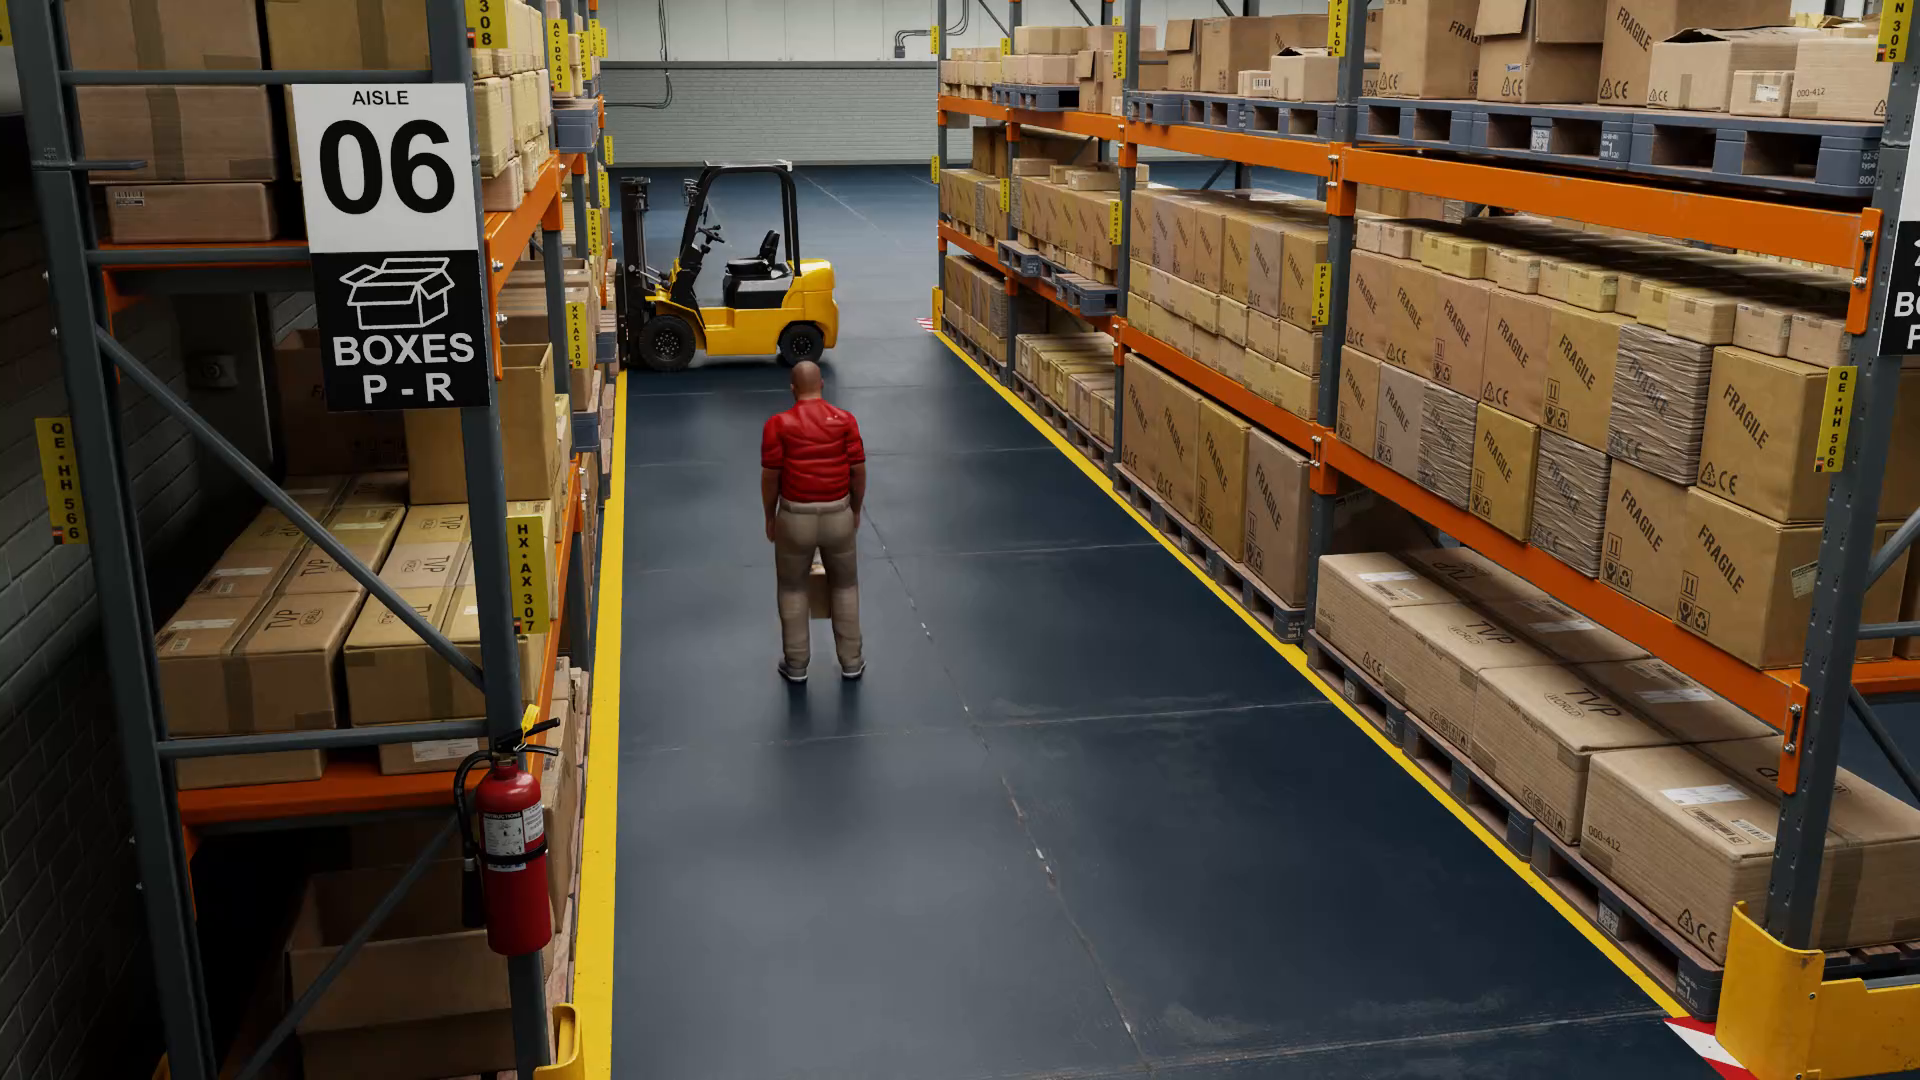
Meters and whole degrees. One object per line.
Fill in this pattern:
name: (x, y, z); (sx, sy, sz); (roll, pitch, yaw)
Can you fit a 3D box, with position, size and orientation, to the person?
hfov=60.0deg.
person: (-0.778, -0.095, 8.880); (0.566, 1.729, 0.396); (-4, 17, -12)
